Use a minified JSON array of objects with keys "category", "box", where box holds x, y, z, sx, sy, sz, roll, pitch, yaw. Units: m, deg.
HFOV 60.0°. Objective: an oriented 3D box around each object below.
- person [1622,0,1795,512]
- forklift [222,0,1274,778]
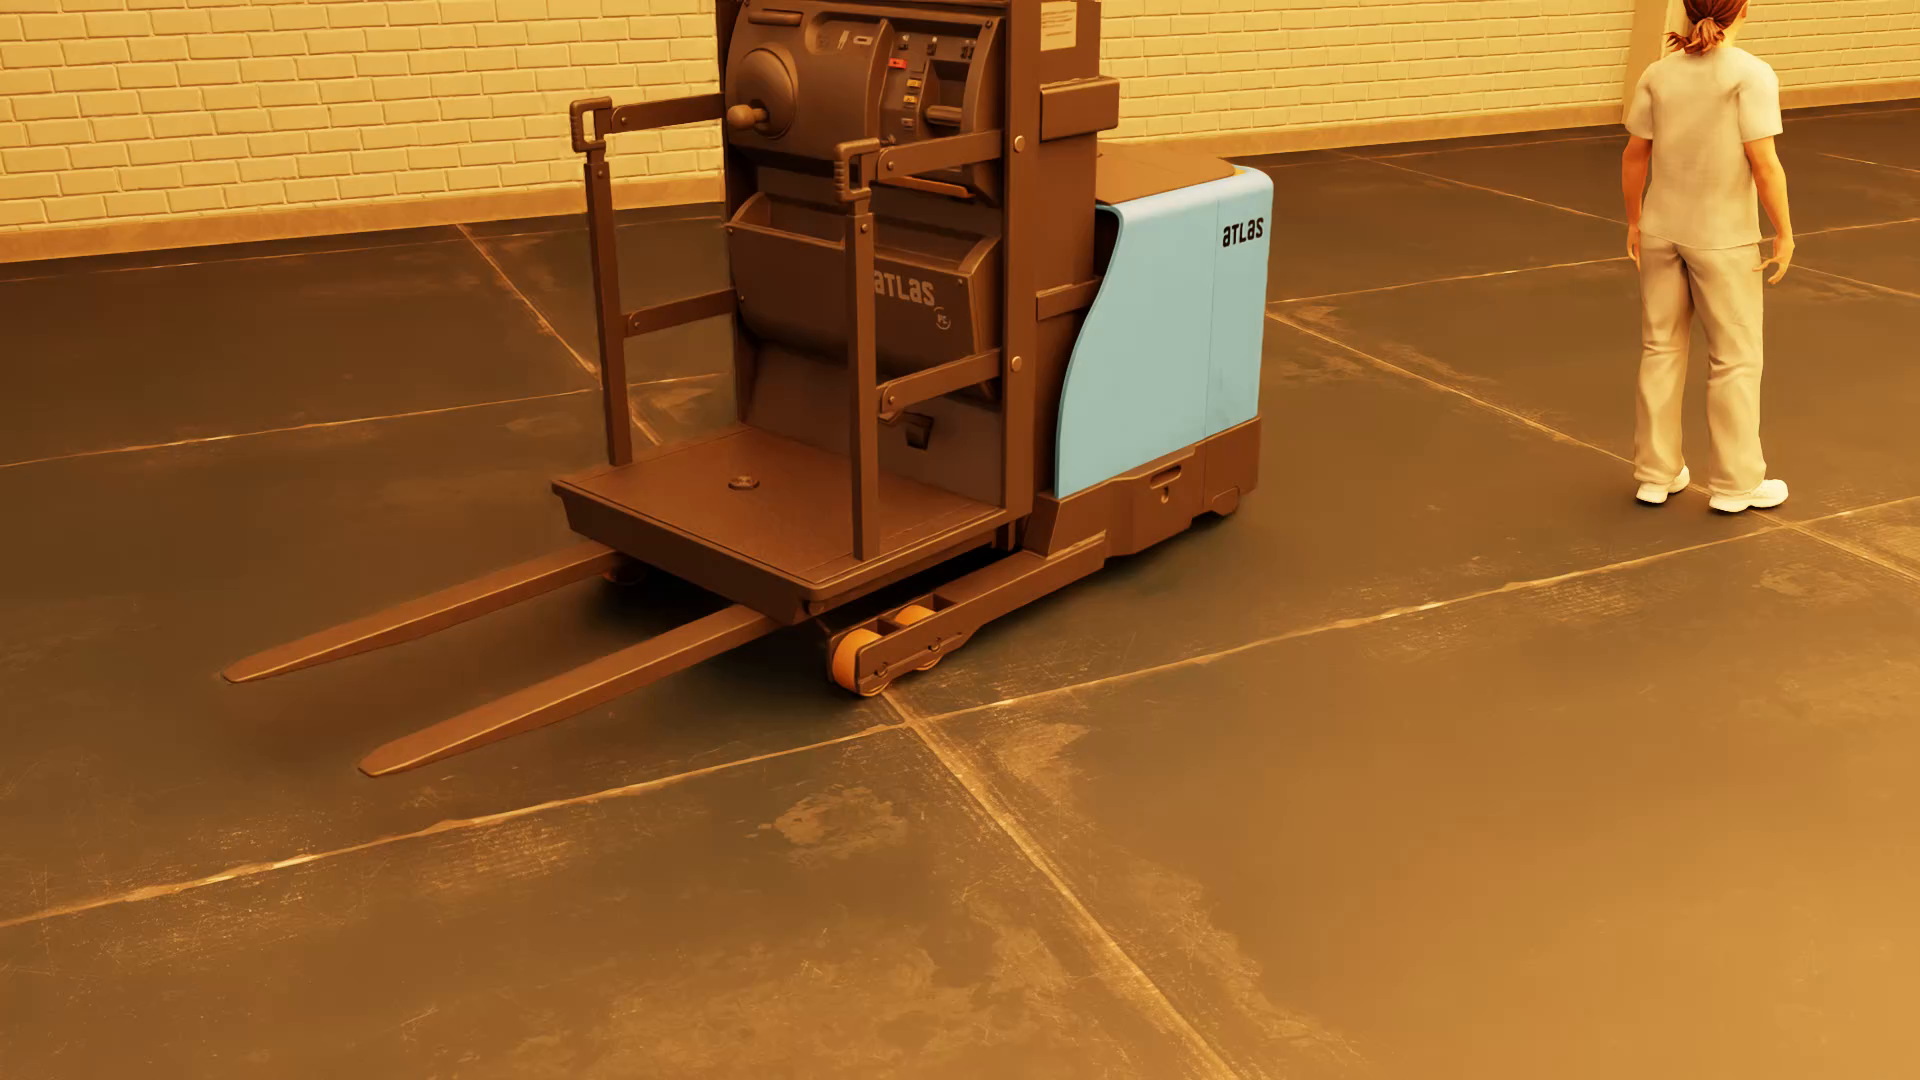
[{"category":"person","box":[2.324,-0.923,5.126,0.532,1.673,0.551,-16,28,-34]},{"category":"forklift","box":[-0.413,-1.182,4.131,1.130,2.935,3.031,19,29,39]}]
